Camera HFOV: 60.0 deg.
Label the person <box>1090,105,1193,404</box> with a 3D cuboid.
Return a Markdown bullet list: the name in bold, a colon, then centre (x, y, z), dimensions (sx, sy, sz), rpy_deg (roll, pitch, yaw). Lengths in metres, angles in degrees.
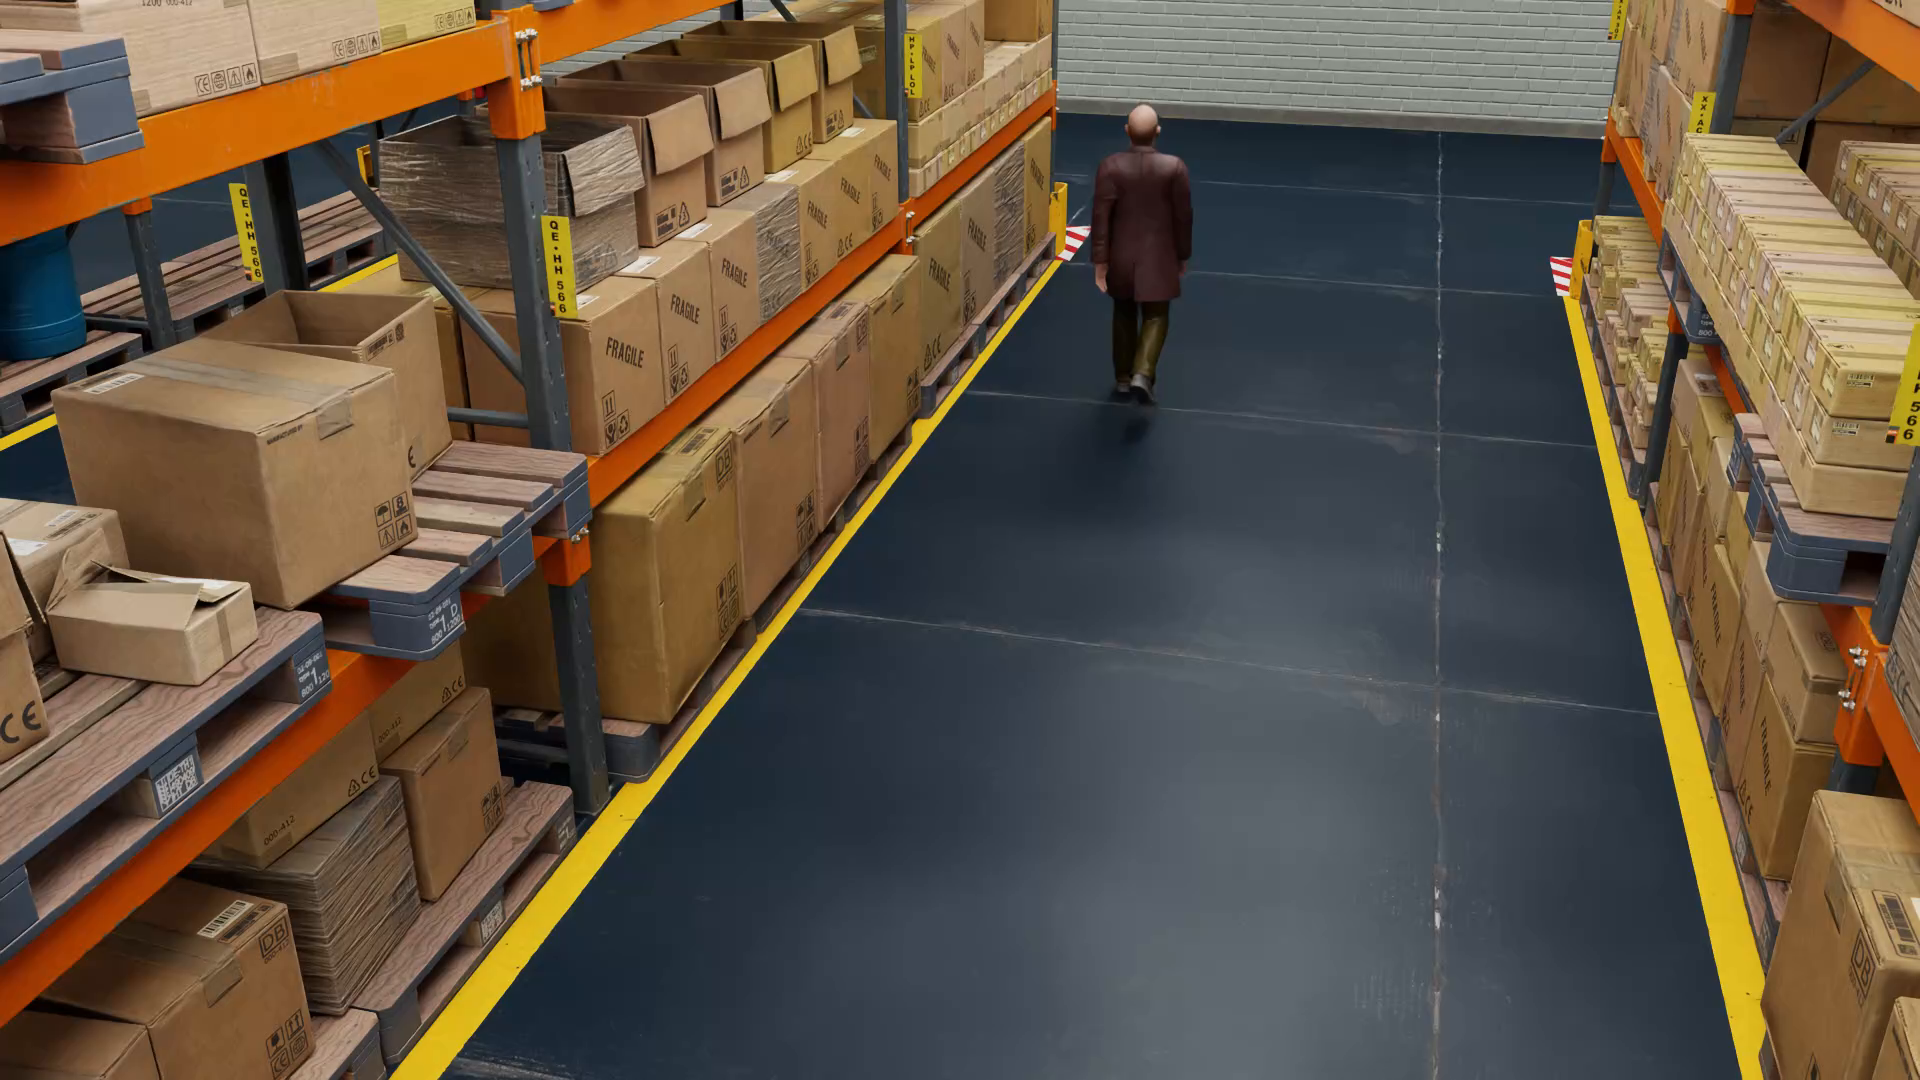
- **person**: centre (1.043, -1.625, 9.604), dimensions (0.574, 1.748, 0.969), rpy_deg (6, 26, 13)
